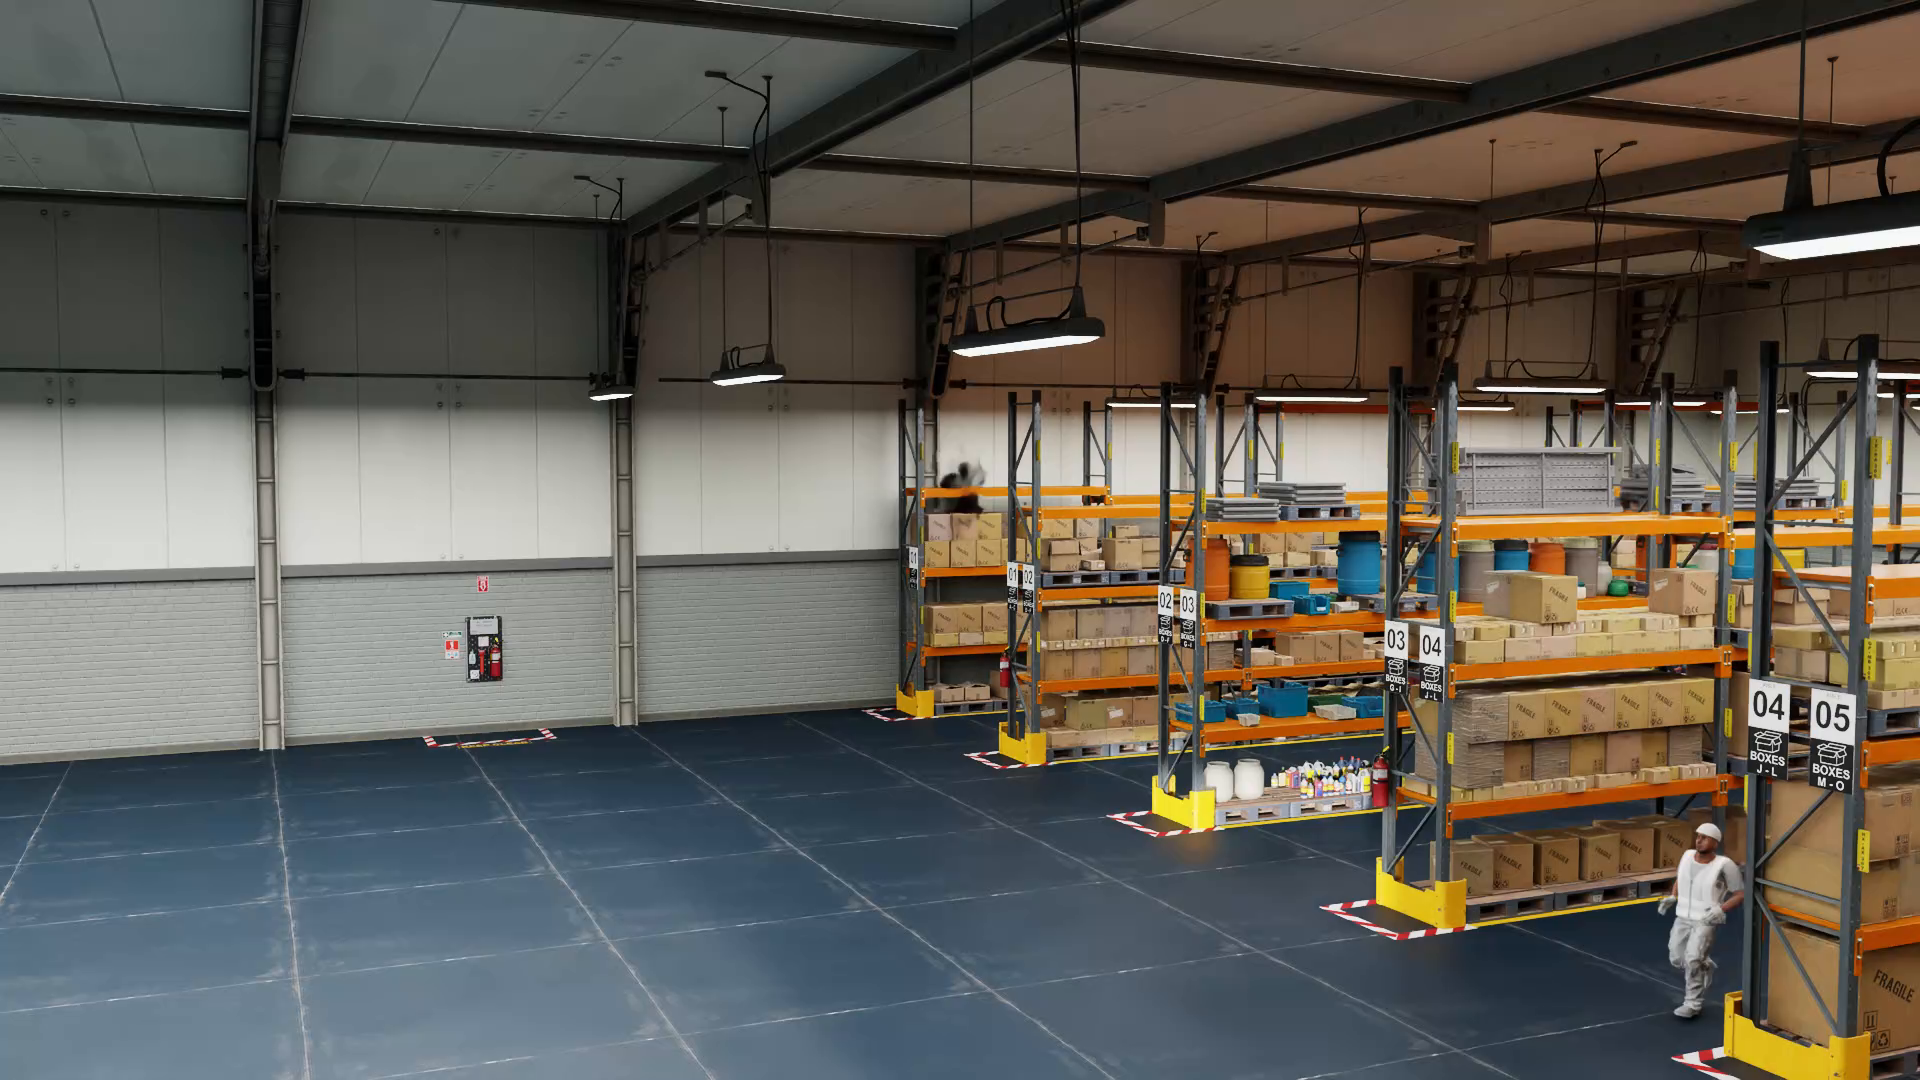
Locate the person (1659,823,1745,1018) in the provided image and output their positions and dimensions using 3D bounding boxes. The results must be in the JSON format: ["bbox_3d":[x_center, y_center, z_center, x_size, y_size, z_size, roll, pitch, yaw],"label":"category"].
[{"bbox_3d":[6.700,3.415,15.017,0.682,1.724,0.674,-2,4,-30],"label":"person"}]
